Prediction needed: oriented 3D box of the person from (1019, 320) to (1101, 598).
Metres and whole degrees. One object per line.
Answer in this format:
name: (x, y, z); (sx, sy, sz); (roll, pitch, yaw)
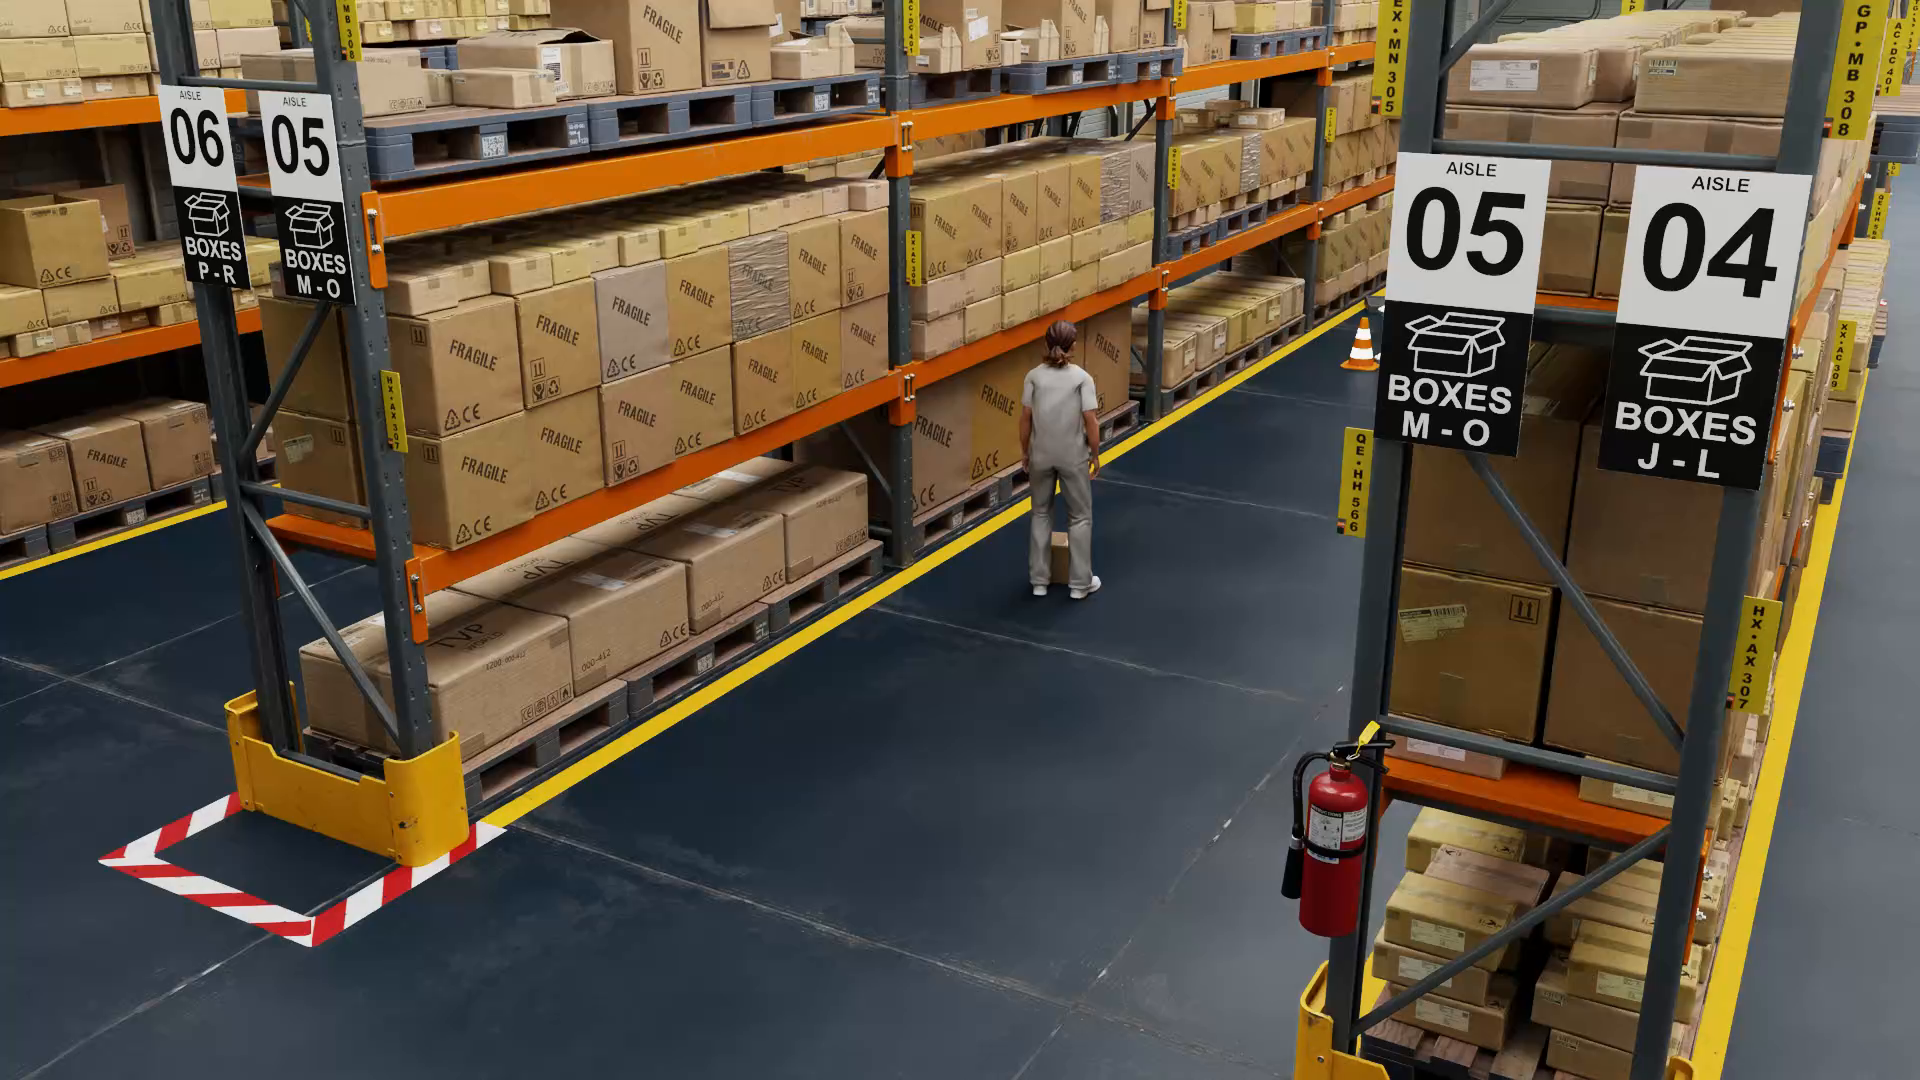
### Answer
person: (0.595, -0.477, 9.917); (0.489, 1.673, 0.358); (6, 20, 15)
